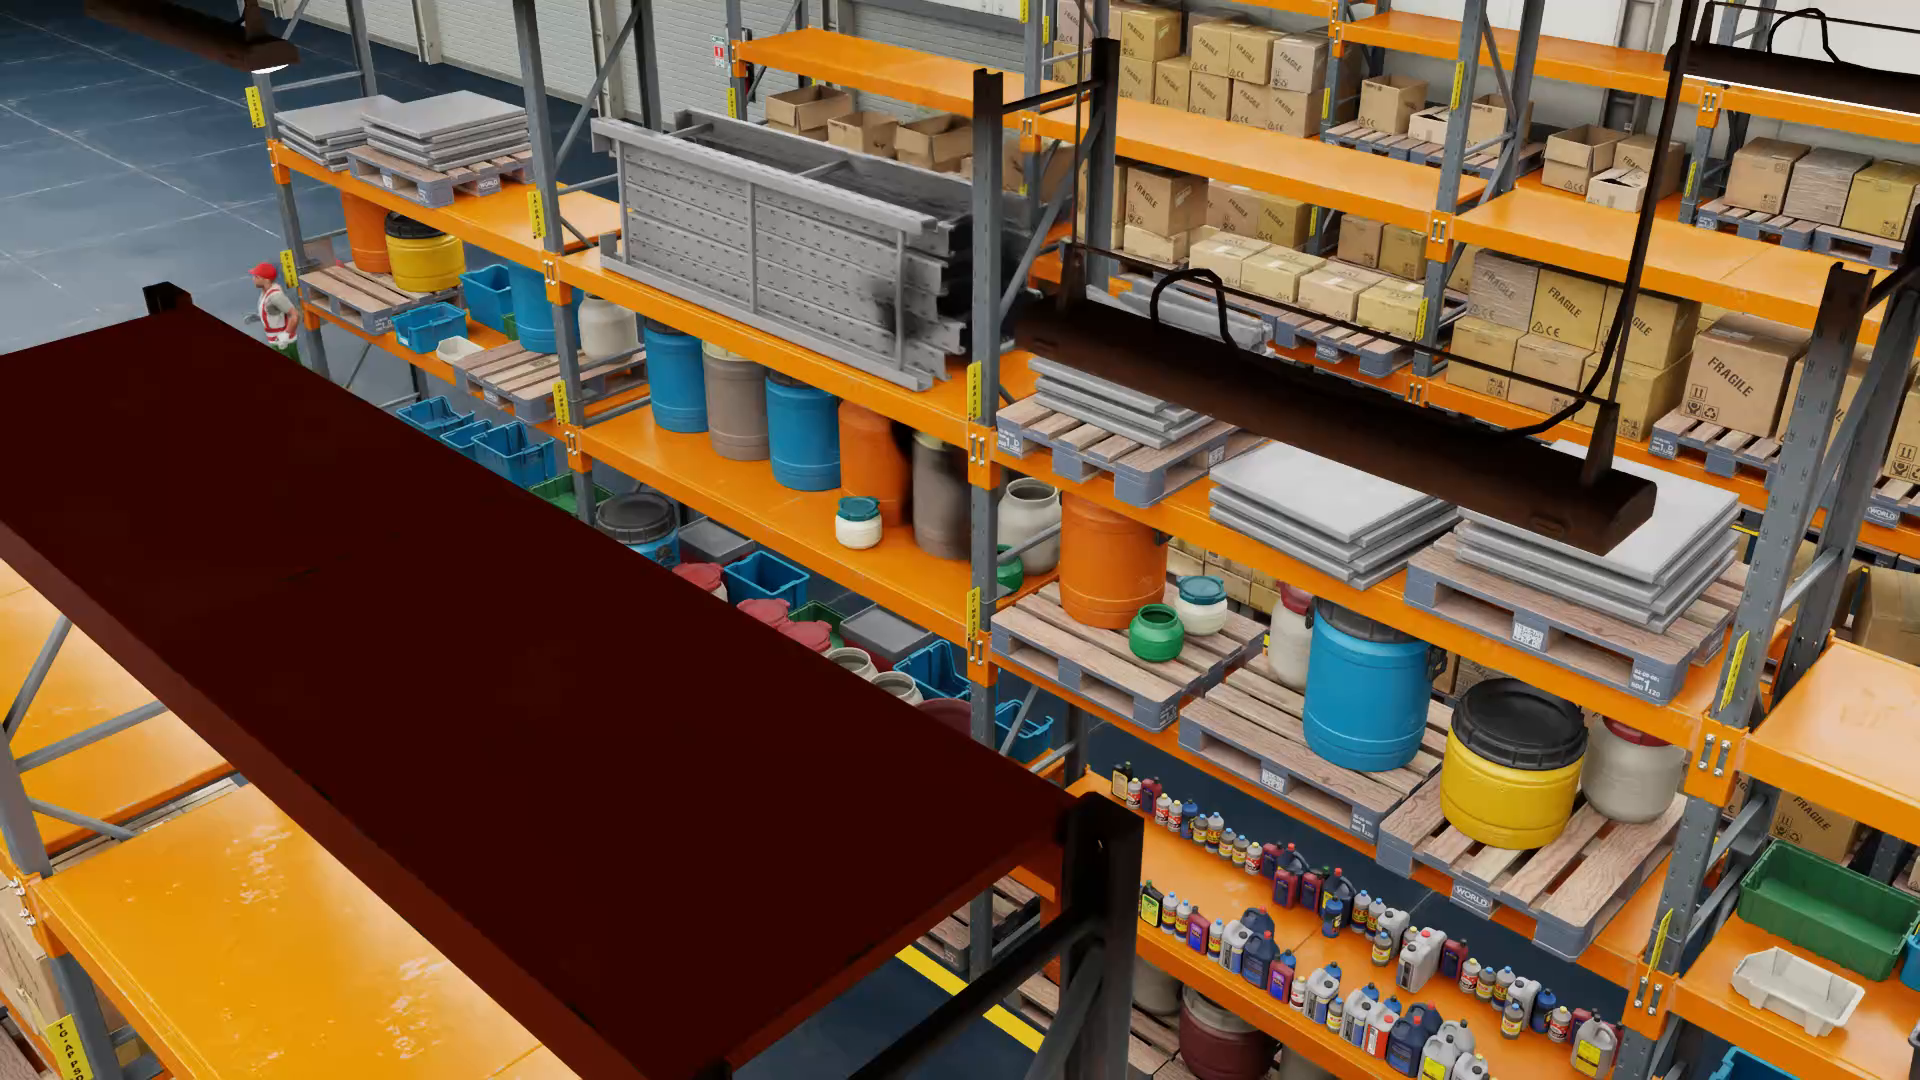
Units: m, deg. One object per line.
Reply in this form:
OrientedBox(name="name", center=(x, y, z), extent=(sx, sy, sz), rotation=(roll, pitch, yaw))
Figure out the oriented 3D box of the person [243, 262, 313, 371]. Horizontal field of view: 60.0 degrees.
OrientedBox(name="person", center=(-7.426, -2.176, 18.273), extent=(0.849, 1.829, 0.684), rotation=(-11, 31, -18))
